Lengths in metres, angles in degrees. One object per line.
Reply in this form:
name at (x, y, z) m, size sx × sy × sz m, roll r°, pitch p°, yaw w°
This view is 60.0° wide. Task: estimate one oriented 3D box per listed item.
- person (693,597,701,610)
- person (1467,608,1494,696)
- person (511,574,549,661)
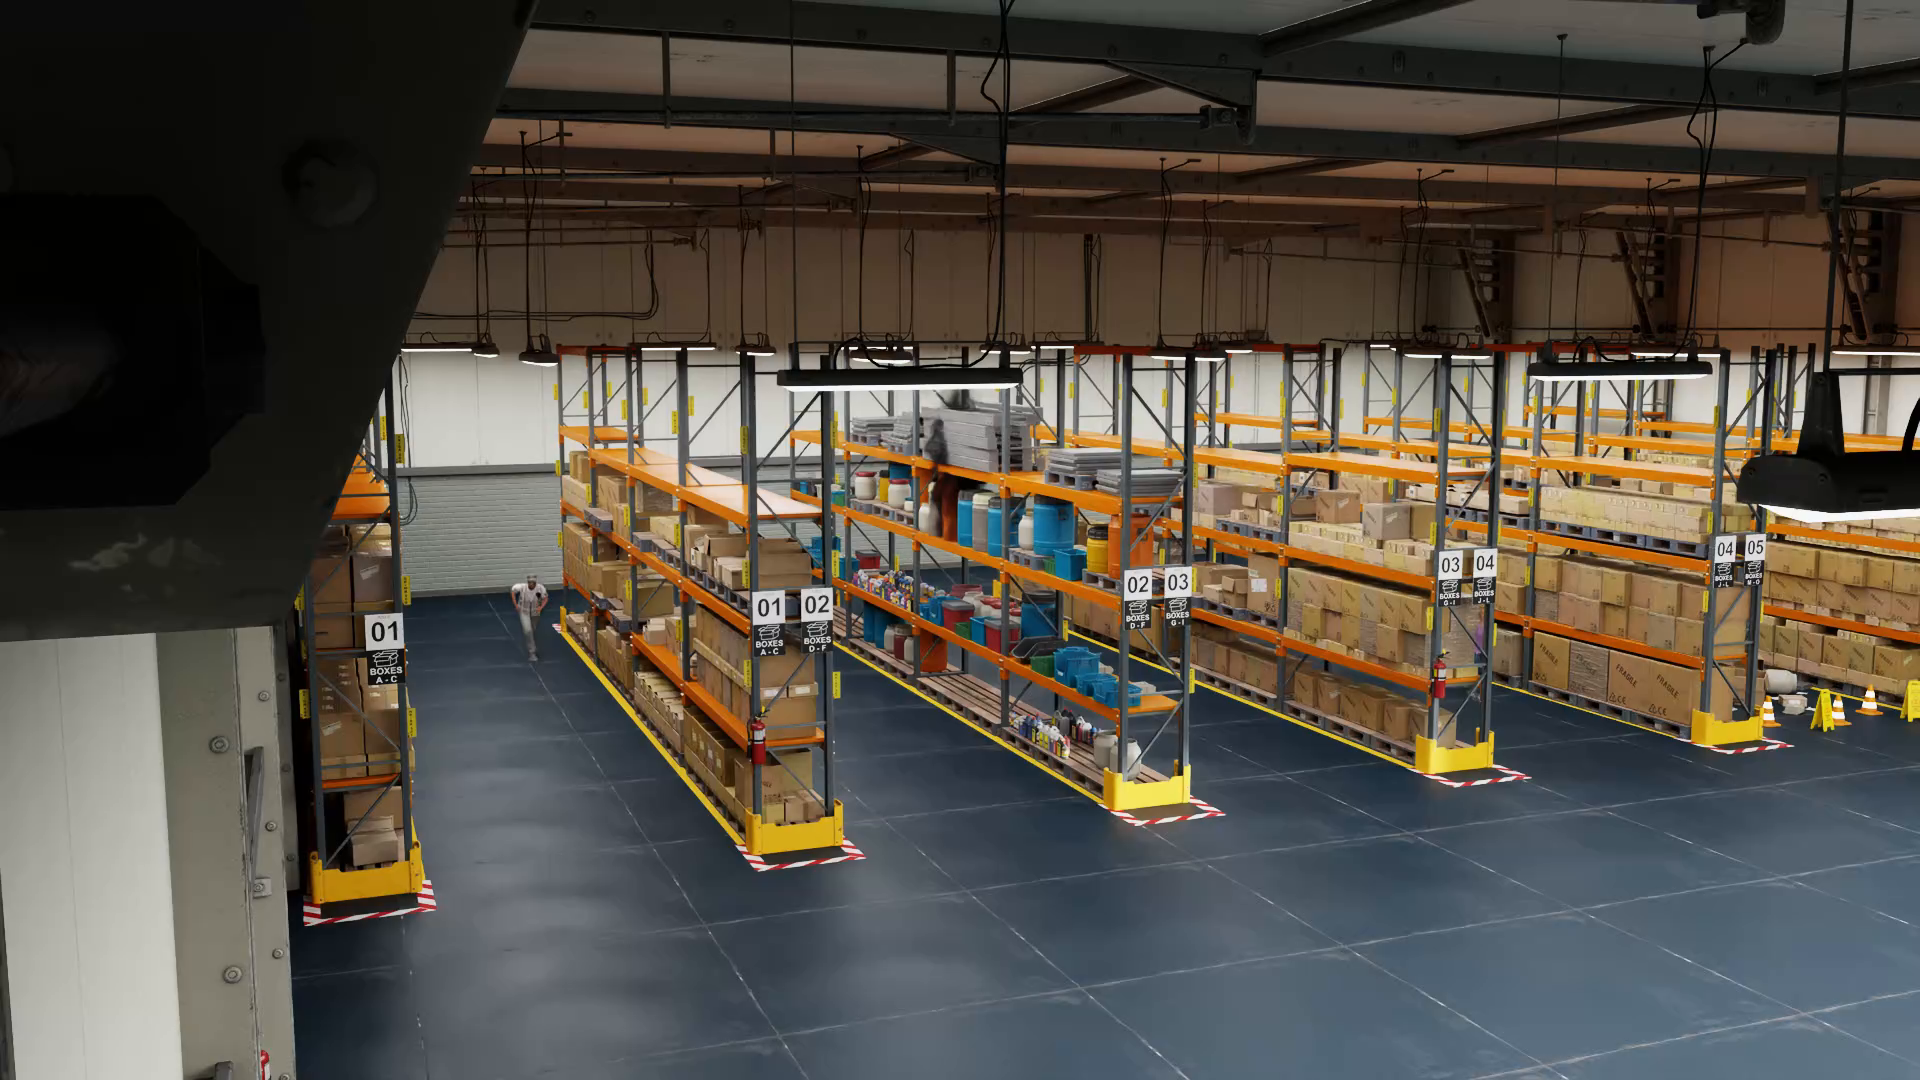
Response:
person at (-5.540, 1.076, 34.499) m, size 0.668 × 1.786 × 0.953 m, roll -5°, pitch 9°, yaw -34°
person at (8.851, 1.940, 28.491) m, size 0.547 × 1.594 × 0.834 m, roll -3°, pitch 8°, yaw -20°
person at (-8.316, 1.455, 32.151) m, size 0.704 × 1.720 × 1.030 m, roll -2°, pitch 8°, yaw -18°
